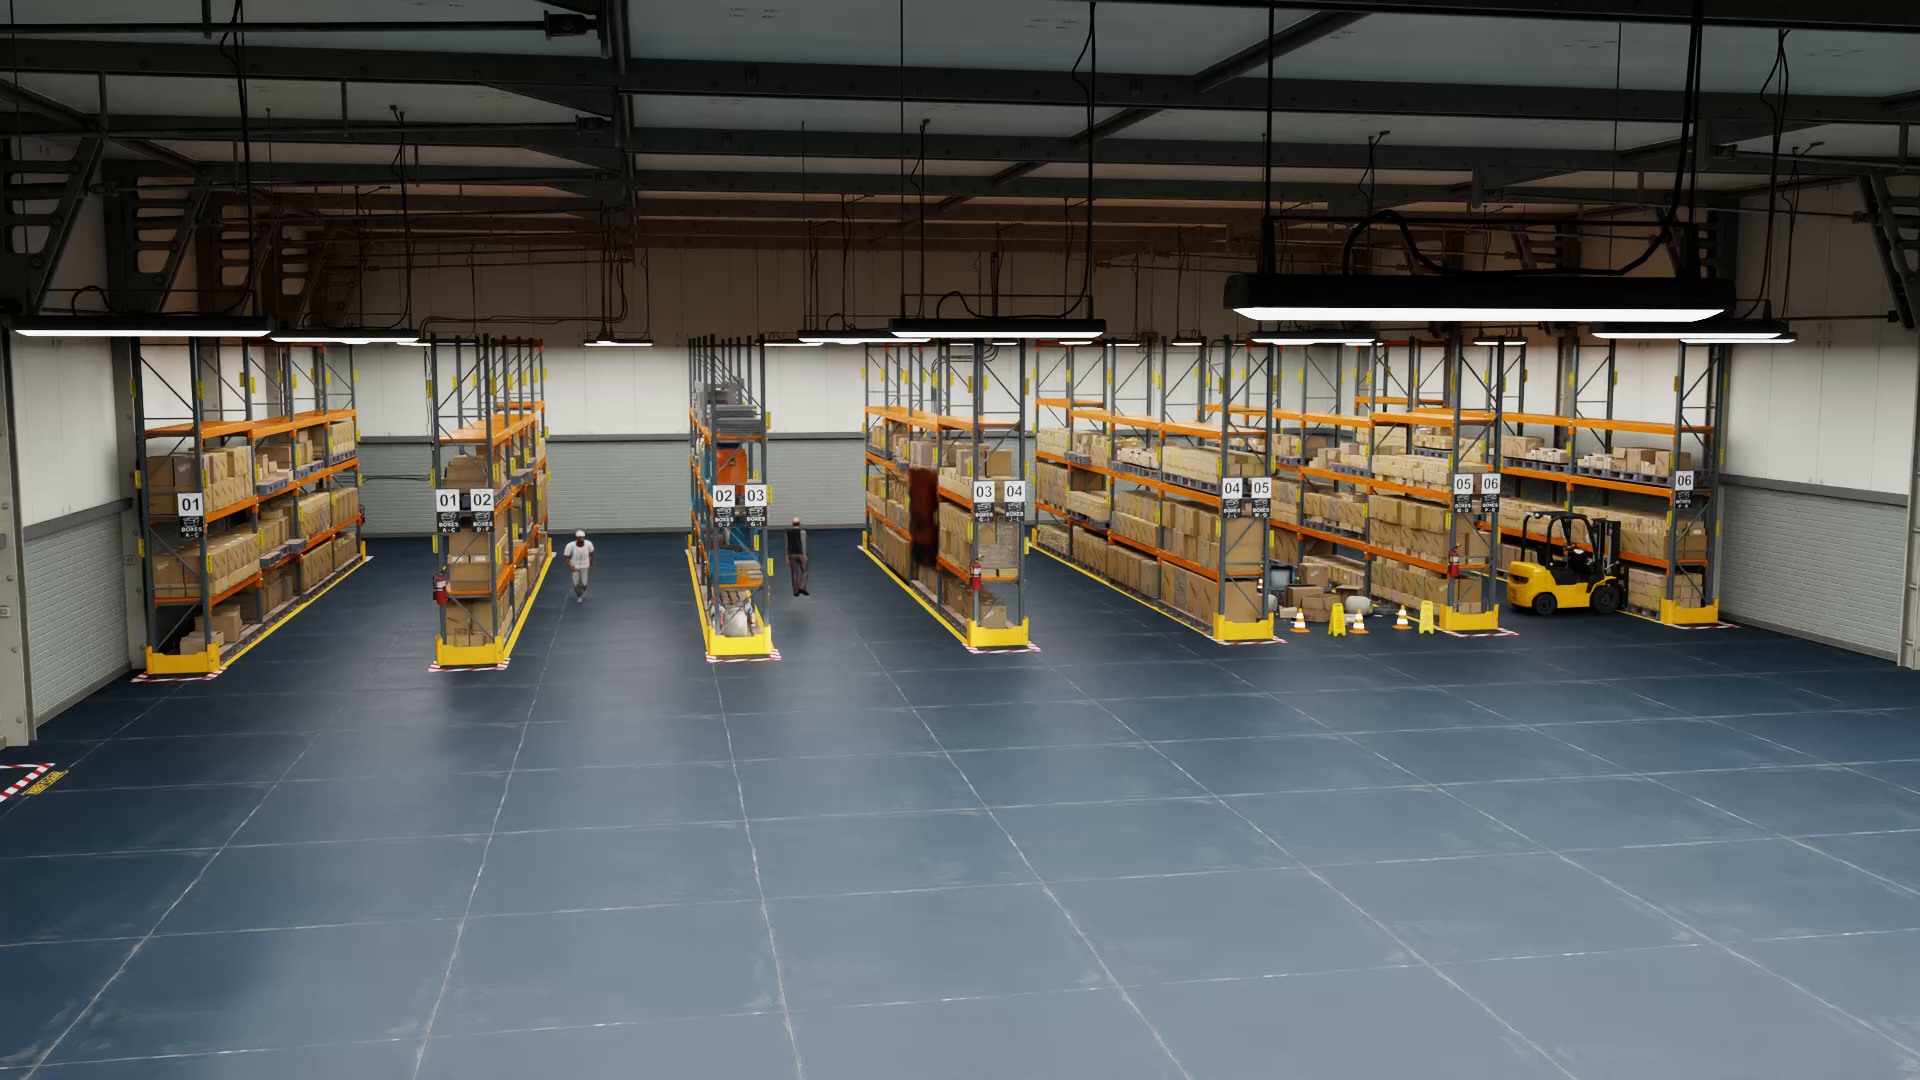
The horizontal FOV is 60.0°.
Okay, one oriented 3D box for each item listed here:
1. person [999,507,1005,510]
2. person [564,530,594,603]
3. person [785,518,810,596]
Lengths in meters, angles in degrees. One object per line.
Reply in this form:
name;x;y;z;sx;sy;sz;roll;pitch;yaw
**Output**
person;1.433;-0.925;50.513;0.591;1.699;1.201;2;7;17
person;-8.588;0.602;37.512;0.661;1.673;0.623;-1;7;-11
person;-3.598;0.375;36.653;0.557;1.726;0.456;1;7;4
